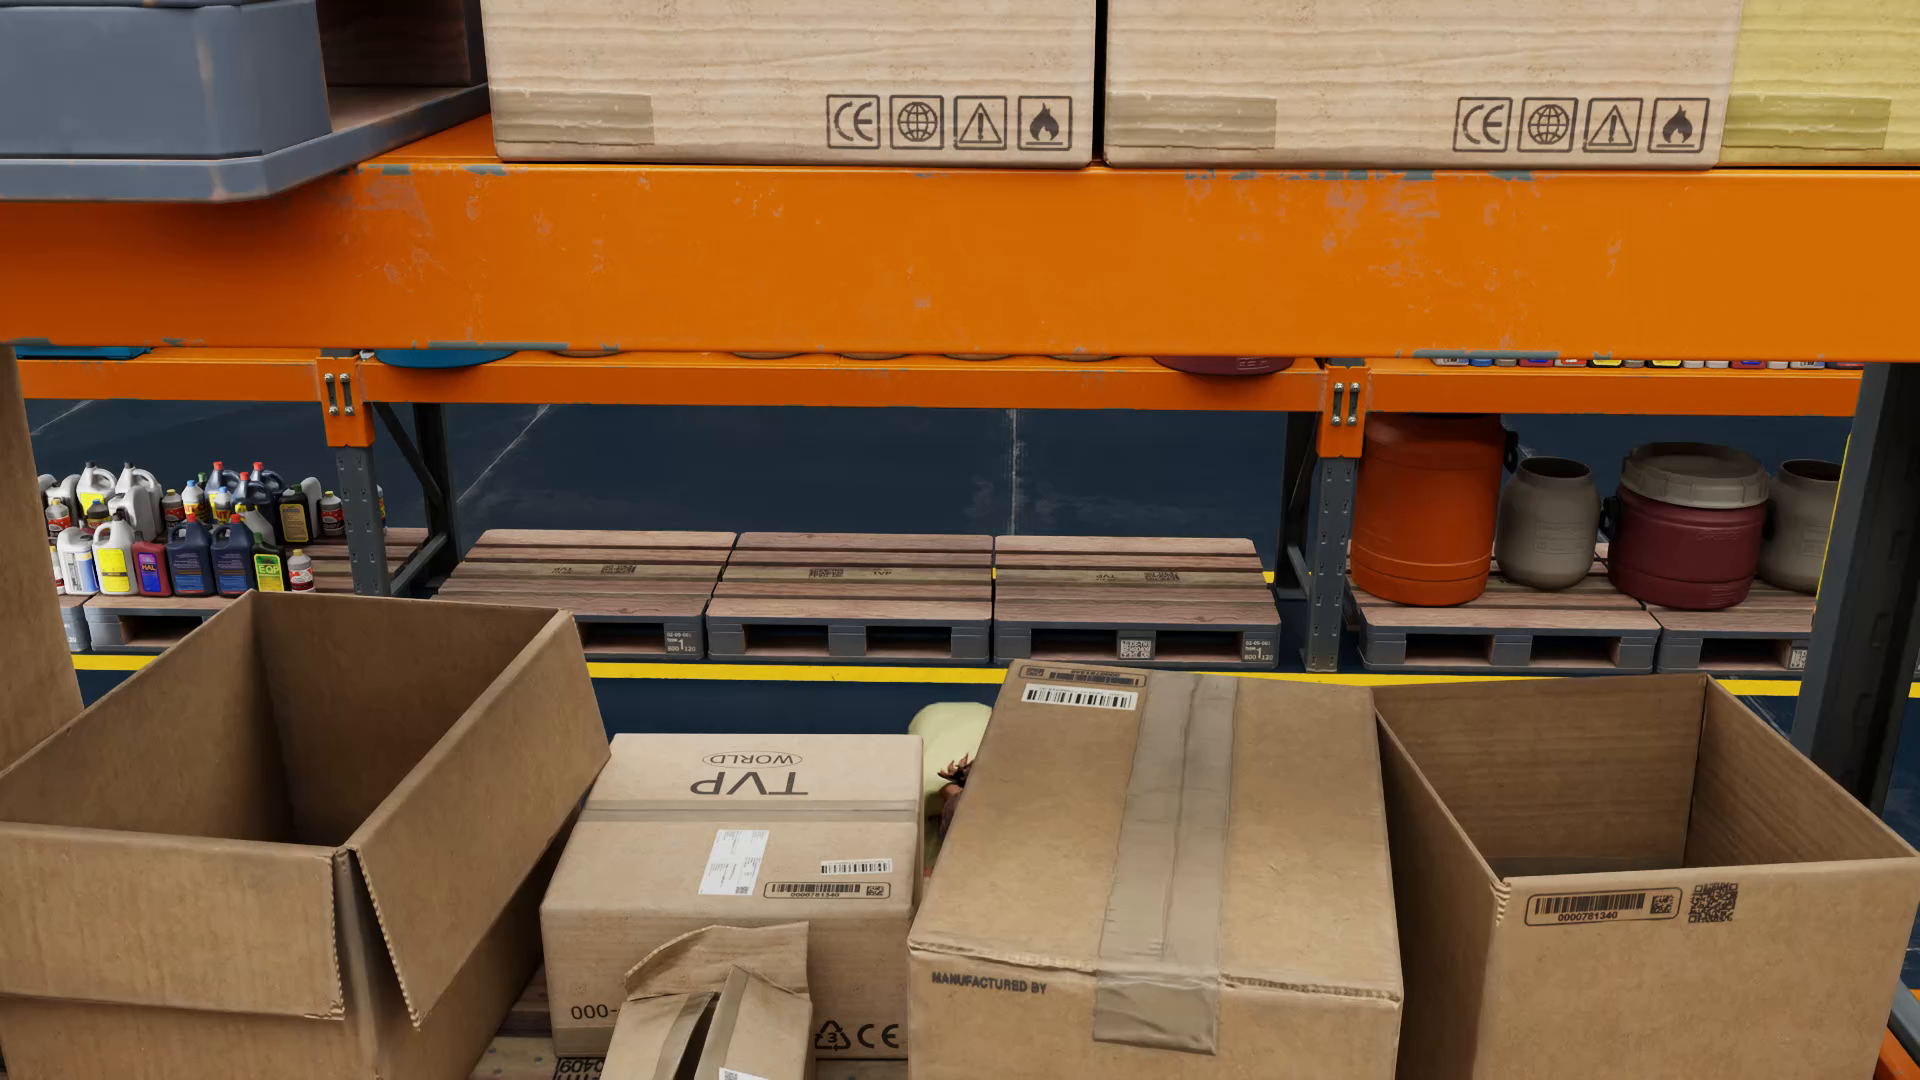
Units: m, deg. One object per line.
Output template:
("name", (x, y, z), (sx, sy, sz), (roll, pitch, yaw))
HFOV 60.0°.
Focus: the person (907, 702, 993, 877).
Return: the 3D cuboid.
("person", (0.006, 0.896, 5.062), (0.450, 0.759, 0.863), (0, 21, 0))
